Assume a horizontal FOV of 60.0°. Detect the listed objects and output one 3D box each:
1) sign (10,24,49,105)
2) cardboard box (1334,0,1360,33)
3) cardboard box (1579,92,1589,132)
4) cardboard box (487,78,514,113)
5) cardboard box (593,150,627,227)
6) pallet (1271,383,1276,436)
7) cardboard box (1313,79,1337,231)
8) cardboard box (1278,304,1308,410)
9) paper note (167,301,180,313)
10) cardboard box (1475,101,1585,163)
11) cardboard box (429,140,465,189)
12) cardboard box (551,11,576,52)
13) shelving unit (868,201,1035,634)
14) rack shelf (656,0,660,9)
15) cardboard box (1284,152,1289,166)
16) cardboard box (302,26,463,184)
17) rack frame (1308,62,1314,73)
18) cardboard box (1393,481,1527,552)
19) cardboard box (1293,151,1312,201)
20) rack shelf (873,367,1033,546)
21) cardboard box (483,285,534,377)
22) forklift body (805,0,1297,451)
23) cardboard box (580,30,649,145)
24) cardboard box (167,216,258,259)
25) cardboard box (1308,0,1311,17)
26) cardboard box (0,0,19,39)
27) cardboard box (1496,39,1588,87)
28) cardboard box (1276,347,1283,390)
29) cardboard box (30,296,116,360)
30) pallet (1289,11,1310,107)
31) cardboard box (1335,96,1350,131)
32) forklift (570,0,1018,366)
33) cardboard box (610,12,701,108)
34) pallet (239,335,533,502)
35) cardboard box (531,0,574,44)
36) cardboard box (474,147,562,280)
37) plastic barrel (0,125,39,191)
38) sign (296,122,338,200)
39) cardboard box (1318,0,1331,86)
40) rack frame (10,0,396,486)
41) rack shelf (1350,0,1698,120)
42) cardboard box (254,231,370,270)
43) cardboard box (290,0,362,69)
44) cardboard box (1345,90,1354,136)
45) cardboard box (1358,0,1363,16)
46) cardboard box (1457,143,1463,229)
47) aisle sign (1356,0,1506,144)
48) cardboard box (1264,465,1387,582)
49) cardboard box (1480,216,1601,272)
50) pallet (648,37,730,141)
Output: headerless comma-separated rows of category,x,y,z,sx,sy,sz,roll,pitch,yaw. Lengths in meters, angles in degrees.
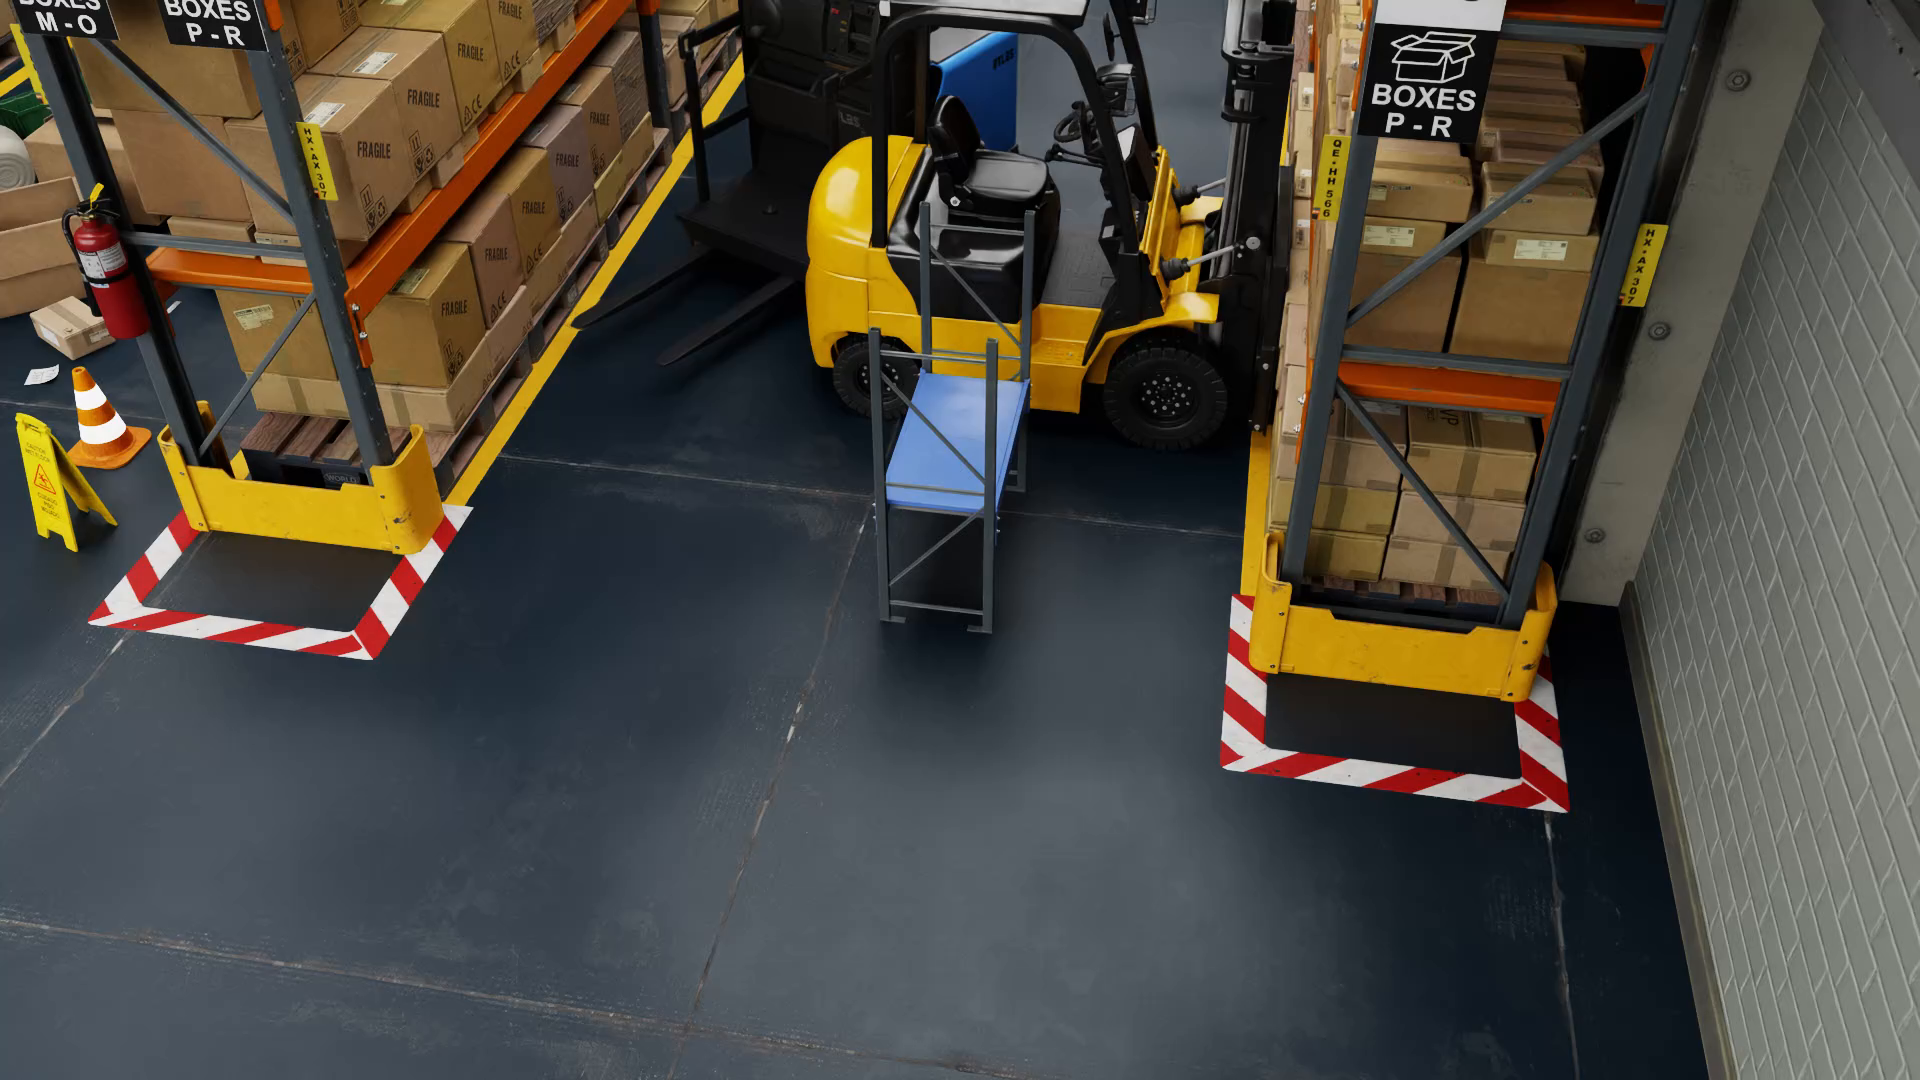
sign,-3.595,-1.848,6.474,0.100,0.325,0.005,6,40,8
cardboard box,1.965,-2.489,7.818,0.380,0.149,0.250,5,40,6
cardboard box,2.401,-1.764,6.942,0.380,0.149,0.250,7,40,8
cardboard box,-2.472,-2.272,8.341,0.380,0.149,0.250,5,40,6
cardboard box,-2.280,-2.082,9.743,0.500,0.250,0.500,5,40,6
pallet,2.142,-0.834,8.593,1.003,0.211,1.213,6,40,8
cardboard box,1.851,-1.683,7.354,0.500,0.500,0.500,6,40,7
cardboard box,1.692,-0.793,7.398,0.500,0.250,0.500,7,40,8
paper note,-4.413,-1.306,9.321,0.032,0.001,0.123,6,40,8
cardboard box,2.216,-1.579,6.485,0.380,0.149,0.250,7,40,9
cardboard box,-2.545,-1.771,7.735,0.380,0.149,0.250,7,40,8
cardboard box,-2.288,-2.746,8.914,0.380,0.149,0.250,6,40,7
shelving unit,-0.015,-0.524,7.207,0.538,1.500,1.048,6,40,8
rack shelf,-2.014,-4.694,11.638,1.077,0.370,4.000,6,40,8
cardboard box,2.120,-2.006,9.651,0.500,0.250,0.500,7,40,8
cardboard box,-2.611,-1.951,7.444,0.500,0.500,0.500,8,40,9
rack frame,2.529,-3.171,9.232,1.000,3.000,0.127,6,40,8
cardboard box,2.123,-0.228,7.107,0.500,0.250,0.500,7,40,8
cardboard box,1.963,-1.756,8.564,0.500,0.250,0.500,8,40,9
rack shelf,-0.015,-0.386,7.322,0.538,0.185,1.000,6,40,8
cardboard box,-2.544,-1.103,8.559,0.500,0.250,0.500,8,40,9
forklift body,0.369,-1.725,8.148,2.313,2.155,1.214,6,40,8
cardboard box,-2.198,-2.706,9.909,0.500,0.500,0.500,6,40,7
cardboard box,-3.198,-1.367,7.247,0.380,0.149,0.250,8,40,9
cardboard box,2.995,-4.127,11.922,0.875,0.625,0.625,8,40,9
cardboard box,-7.234,-3.893,11.540,1.050,0.750,0.750,6,40,7
cardboard box,2.437,-2.055,7.060,0.380,0.149,0.250,6,40,7
cardboard box,1.780,-0.935,7.963,0.500,0.250,0.500,6,40,7
cardboard box,-4.815,-1.152,9.027,0.380,0.149,0.250,28,47,30
pallet,2.827,-3.331,11.613,1.003,0.211,1.213,6,40,8
cardboard box,1.795,-1.845,7.040,0.380,0.149,0.250,5,40,6
forklift,-0.908,-2.754,8.781,1.130,2.935,3.031,24,45,27
cardboard box,-2.272,-3.195,10.993,0.950,0.372,0.625,7,40,8
pallet,-2.864,-0.685,8.413,1.003,0.211,1.213,6,40,8
cardboard box,-2.360,-2.913,8.608,0.500,0.500,0.500,7,40,9
cardboard box,-2.456,-1.730,8.728,0.500,0.500,0.500,7,40,9
plastic barrel,-5.938,-2.325,10.229,0.421,0.421,0.512,-28,47,-30
sign,-2.518,-1.480,6.506,0.100,0.325,0.005,6,40,8
cardboard box,2.122,-2.631,8.500,0.500,0.500,0.500,7,40,8
rack frame,-3.052,-1.206,6.854,1.000,3.000,0.127,6,40,8
rack shelf,2.183,-2.795,6.987,1.077,0.370,4.000,6,40,8
cardboard box,-2.790,-1.299,7.165,0.380,0.149,0.250,7,40,8
cardboard box,-3.084,-2.406,7.209,0.700,0.500,0.500,7,40,8
cardboard box,1.722,-1.637,6.556,0.380,0.149,0.250,7,40,9
cardboard box,1.951,-2.275,7.327,0.380,0.149,0.250,7,40,8
cardboard box,2.265,-1.309,6.901,0.500,0.500,0.500,8,40,9
aisle sign,1.537,-1.654,5.356,0.394,0.787,0.004,6,40,8
cardboard box,1.607,-0.093,7.336,0.500,0.250,0.500,7,40,8
cardboard box,2.151,-1.134,6.180,0.380,0.149,0.250,5,40,7
pallet,-2.227,-3.130,11.370,1.003,0.211,1.213,6,40,8
